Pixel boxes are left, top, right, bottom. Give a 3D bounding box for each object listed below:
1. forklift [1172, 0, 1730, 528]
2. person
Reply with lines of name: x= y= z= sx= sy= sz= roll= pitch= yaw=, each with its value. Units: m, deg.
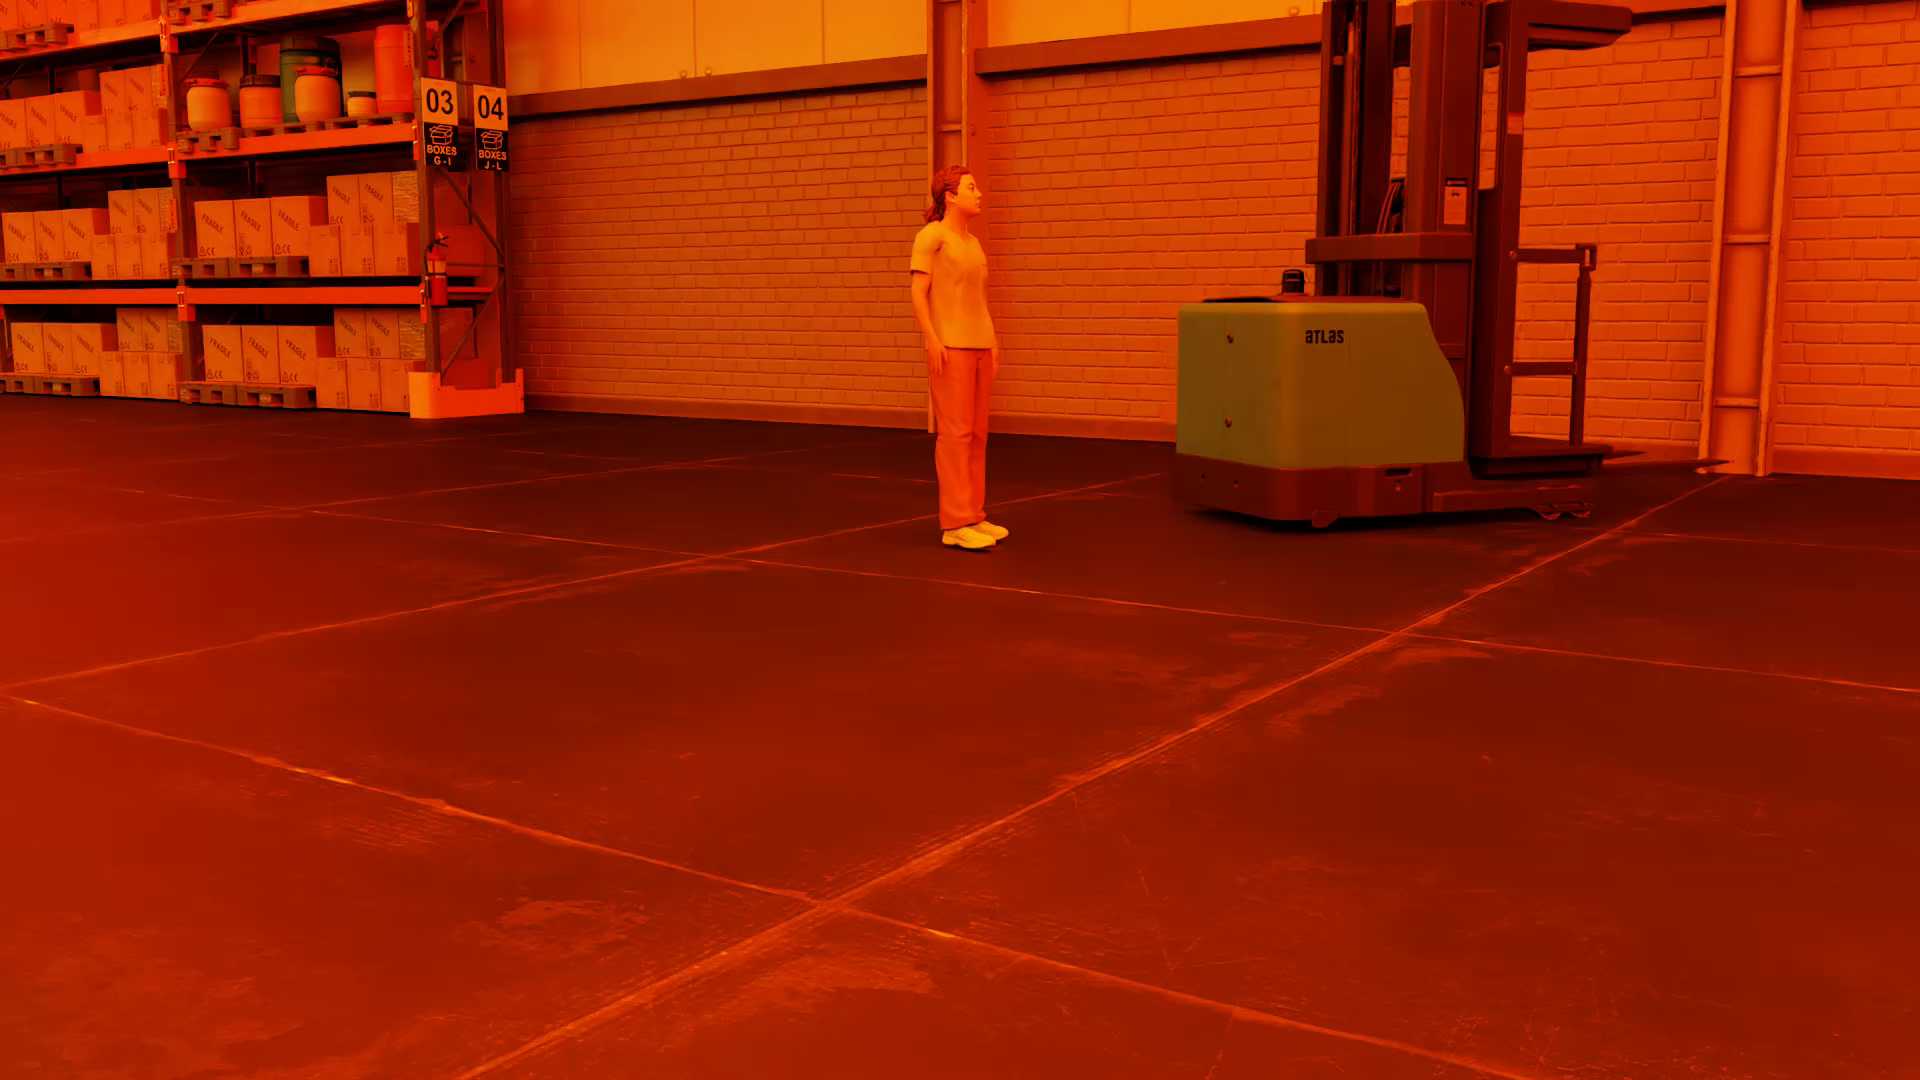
forklift: x=2.662 y=-1.617 z=8.562 sx=3.031 sy=2.935 sz=1.130 roll=-3 pitch=9 yaw=-23
person: x=0.010 y=-0.868 z=7.472 sx=0.428 sy=1.609 sz=0.536 roll=5 pitch=10 yaw=34
